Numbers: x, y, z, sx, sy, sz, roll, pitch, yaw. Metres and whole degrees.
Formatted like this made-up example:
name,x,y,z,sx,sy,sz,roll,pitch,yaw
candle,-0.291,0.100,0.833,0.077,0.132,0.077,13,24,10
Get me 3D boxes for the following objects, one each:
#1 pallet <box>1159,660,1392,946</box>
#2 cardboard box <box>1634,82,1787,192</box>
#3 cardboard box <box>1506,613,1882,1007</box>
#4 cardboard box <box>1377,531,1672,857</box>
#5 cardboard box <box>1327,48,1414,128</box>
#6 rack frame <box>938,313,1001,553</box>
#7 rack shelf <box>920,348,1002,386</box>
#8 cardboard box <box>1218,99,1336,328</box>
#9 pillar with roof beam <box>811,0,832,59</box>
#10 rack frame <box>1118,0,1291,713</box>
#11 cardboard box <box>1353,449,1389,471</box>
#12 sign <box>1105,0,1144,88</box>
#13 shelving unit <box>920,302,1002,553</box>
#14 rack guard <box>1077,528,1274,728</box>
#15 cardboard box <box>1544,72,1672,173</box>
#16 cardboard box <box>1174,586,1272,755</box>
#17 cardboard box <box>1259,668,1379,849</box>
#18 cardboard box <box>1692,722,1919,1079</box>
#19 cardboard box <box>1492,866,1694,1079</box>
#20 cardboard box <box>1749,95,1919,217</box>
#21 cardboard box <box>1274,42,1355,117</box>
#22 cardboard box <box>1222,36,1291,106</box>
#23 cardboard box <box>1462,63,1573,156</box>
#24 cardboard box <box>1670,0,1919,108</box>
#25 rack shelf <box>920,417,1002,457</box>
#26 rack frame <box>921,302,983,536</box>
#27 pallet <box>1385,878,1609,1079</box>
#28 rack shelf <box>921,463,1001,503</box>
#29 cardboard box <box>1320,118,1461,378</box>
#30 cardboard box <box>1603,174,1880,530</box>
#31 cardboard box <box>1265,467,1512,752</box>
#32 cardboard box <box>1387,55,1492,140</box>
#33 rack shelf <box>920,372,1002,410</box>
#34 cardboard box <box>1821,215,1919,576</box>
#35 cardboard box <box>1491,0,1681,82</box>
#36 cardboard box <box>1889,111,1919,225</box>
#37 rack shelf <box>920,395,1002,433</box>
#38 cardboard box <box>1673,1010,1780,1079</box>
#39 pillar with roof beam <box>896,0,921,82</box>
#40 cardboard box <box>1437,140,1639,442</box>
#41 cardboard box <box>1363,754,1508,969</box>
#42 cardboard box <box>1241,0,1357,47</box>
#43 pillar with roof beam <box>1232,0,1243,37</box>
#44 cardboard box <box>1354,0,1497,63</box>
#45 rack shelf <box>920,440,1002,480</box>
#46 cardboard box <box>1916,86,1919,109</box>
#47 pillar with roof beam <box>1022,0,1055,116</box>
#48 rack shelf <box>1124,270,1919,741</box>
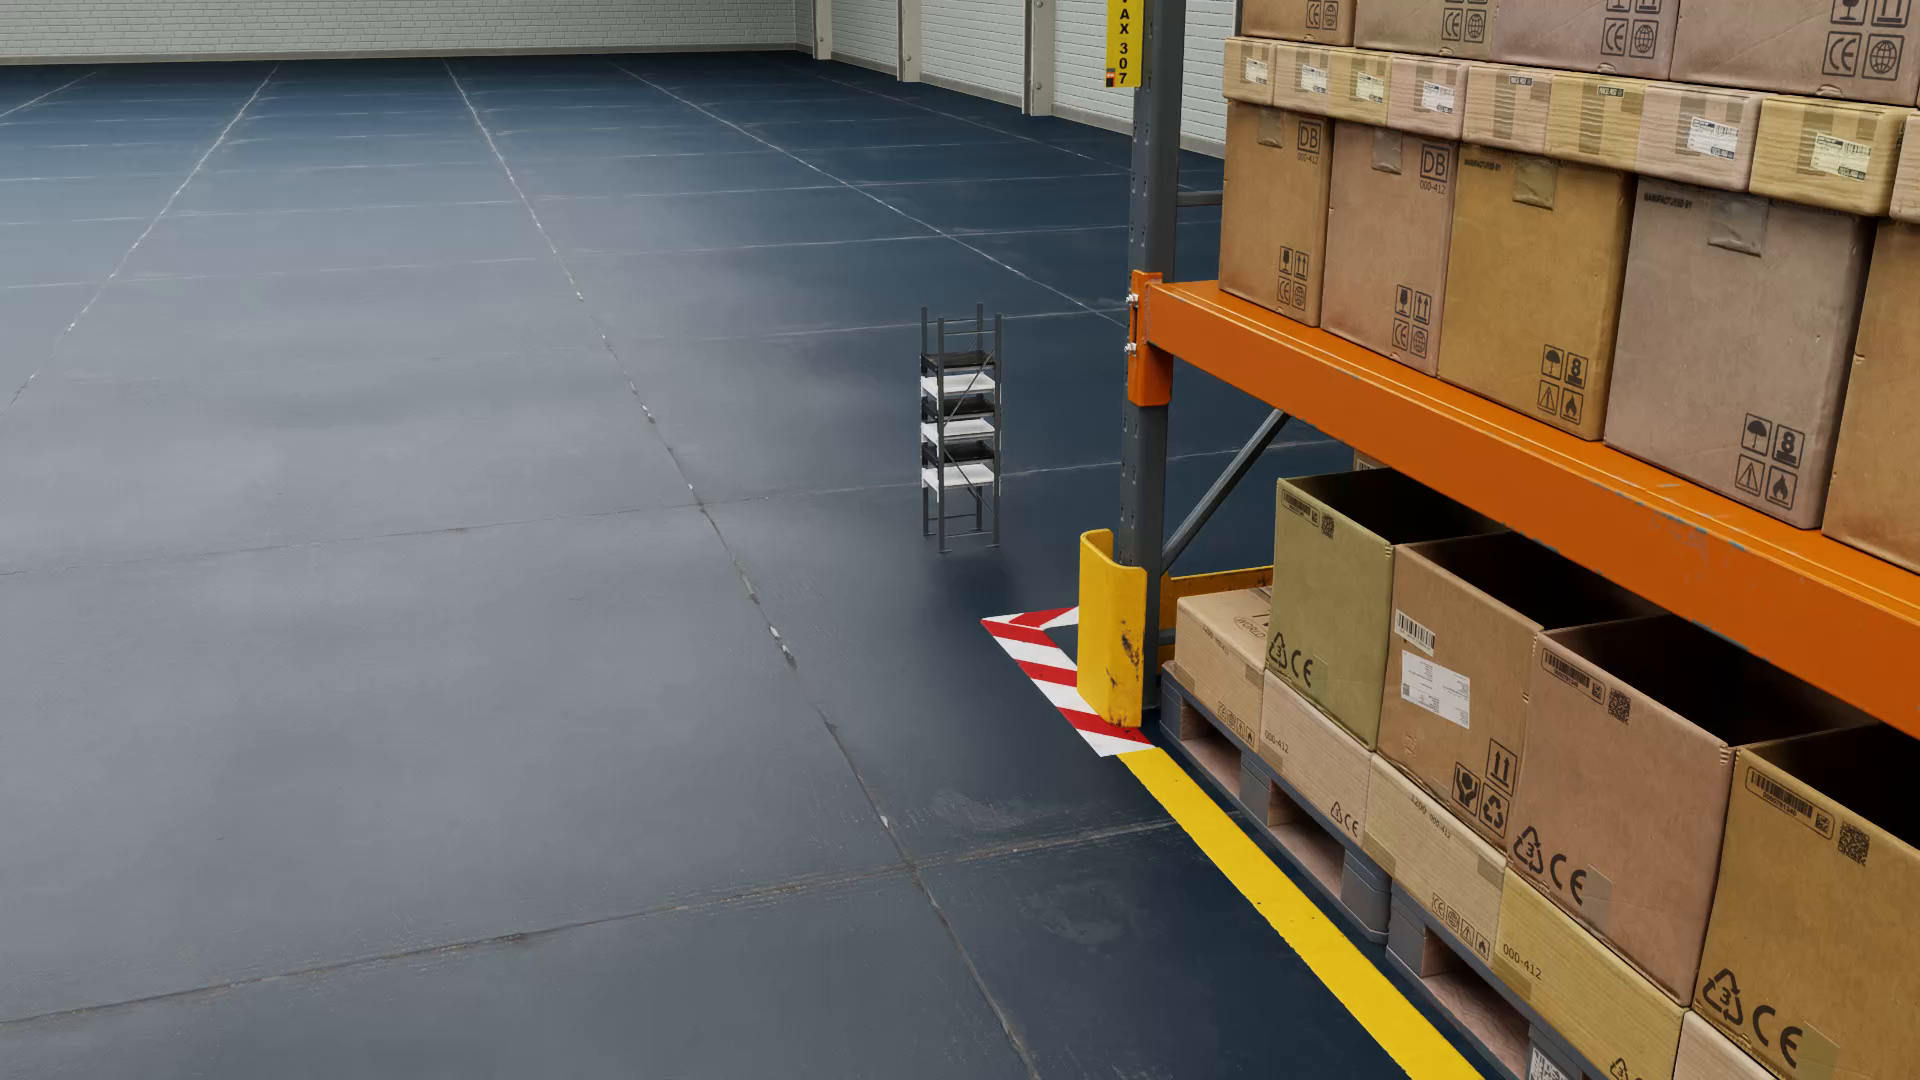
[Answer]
name,x,y,z,sx,sy,sz,roll,pitch,yaw
pallet,1.240,0.590,4.461,1.003,0.211,1.213,-6,21,-17
cardboard box,1.361,-0.673,2.746,0.380,0.149,0.250,-6,21,-17
cardboard box,1.386,0.458,3.042,0.500,0.500,0.500,-6,21,-17
cardboard box,1.245,0.295,3.494,0.500,0.500,0.500,-6,21,-17
cardboard box,1.041,-1.002,3.661,0.380,0.149,0.250,-6,21,-17
rack frame,0.034,-0.388,6.166,0.240,0.900,0.006,-6,21,-17
rack shelf,0.003,-0.644,6.177,0.258,0.077,0.200,-6,21,-17
cardboard box,1.094,-0.859,4.223,0.700,0.500,0.500,-6,21,-17
pillar with roof beam,-6.814,-13.351,30.275,9.100,9.000,0.400,-6,21,-17
rack frame,0.959,-0.963,4.660,1.000,3.000,0.127,-6,21,-17
cardboard box,1.411,-0.079,4.536,0.500,0.500,0.500,-6,21,-17
sign,0.431,-1.351,4.342,0.100,0.325,0.005,-6,21,-17
shelving unit,0.003,-0.421,6.257,0.258,0.900,0.210,-6,21,-17
rack guard,0.952,0.206,5.104,1.175,0.500,0.348,-6,21,-17
cardboard box,1.285,-0.754,2.970,0.380,0.149,0.250,-7,21,-18
cardboard box,0.917,0.329,4.509,0.500,0.250,0.500,-6,21,-17
cardboard box,1.078,0.489,4.064,0.500,0.250,0.500,-6,21,-17
cardboard box,1.557,0.617,2.599,0.500,0.500,0.500,-6,21,-17
cardboard box,1.387,0.811,3.169,0.500,0.250,0.500,-6,21,-17
cardboard box,1.444,-0.589,2.511,0.380,0.149,0.250,-6,21,-15
cardboard box,0.964,-1.082,3.885,0.380,0.149,0.250,-7,21,-19
cardboard box,0.878,-1.167,4.120,0.380,0.149,0.250,-7,21,-18
cardboard box,1.204,-0.836,3.198,0.380,0.149,0.250,-7,21,-19
cardboard box,1.598,-0.962,2.590,0.700,0.500,0.500,-6,21,-17
rack shelf,0.003,-0.390,6.268,0.258,0.077,0.200,-6,21,-17
rack frame,-0.029,-0.454,6.348,0.240,0.900,0.006,-6,21,-17
pallet,1.619,0.981,3.373,1.003,0.211,1.213,-6,21,-17
rack shelf,0.003,-0.220,6.329,0.258,0.077,0.200,-6,21,-17
cardboard box,1.264,-0.691,3.755,0.700,0.500,0.500,-6,21,-16
cardboard box,1.583,-0.362,2.840,0.700,0.500,0.500,-6,21,-16
cardboard box,1.076,0.136,3.936,0.500,0.500,0.500,-6,21,-17
cardboard box,1.118,-0.921,3.435,0.380,0.149,0.250,-7,21,-18
rack shelf,0.003,-0.559,6.208,0.258,0.077,0.200,-6,21,-17
cardboard box,1.745,-0.198,2.383,0.700,0.500,0.500,-6,21,-16
cardboard box,1.440,-1.123,3.038,0.700,0.500,0.500,-6,21,-17
cardboard box,1.530,-0.504,2.275,0.380,0.149,0.250,-6,21,-16
rack shelf,0.003,-0.474,6.238,0.258,0.077,0.200,-6,21,-17
cardboard box,1.545,0.971,2.722,0.500,0.250,0.500,-6,21,-17
pillar with roof beam,-4.928,-11.426,24.915,9.100,9.000,0.400,-6,21,-17
cardboard box,1.414,-0.531,3.310,0.700,0.500,0.500,-6,21,-17
cardboard box,1.234,0.650,3.617,0.500,0.250,0.500,-6,21,-17
cardboard box,1.111,-1.453,3.956,0.700,0.500,0.500,-6,21,-17
pillar with roof beam,-1.156,-7.575,14.193,9.100,9.000,0.400,-6,21,-17
cardboard box,1.281,-1.284,3.488,0.700,0.500,0.500,-7,21,-19
rack shelf,0.003,-0.305,6.299,0.258,0.077,0.200,-6,21,-17
cardboard box,1.754,-0.802,2.144,0.700,0.500,0.500,-6,21,-17
pillar with roof beam,-3.042,-9.500,19.554,9.100,9.000,0.400,-6,21,-17
rack shelf,1.588,0.017,2.995,1.077,0.370,4.000,-6,21,-17
